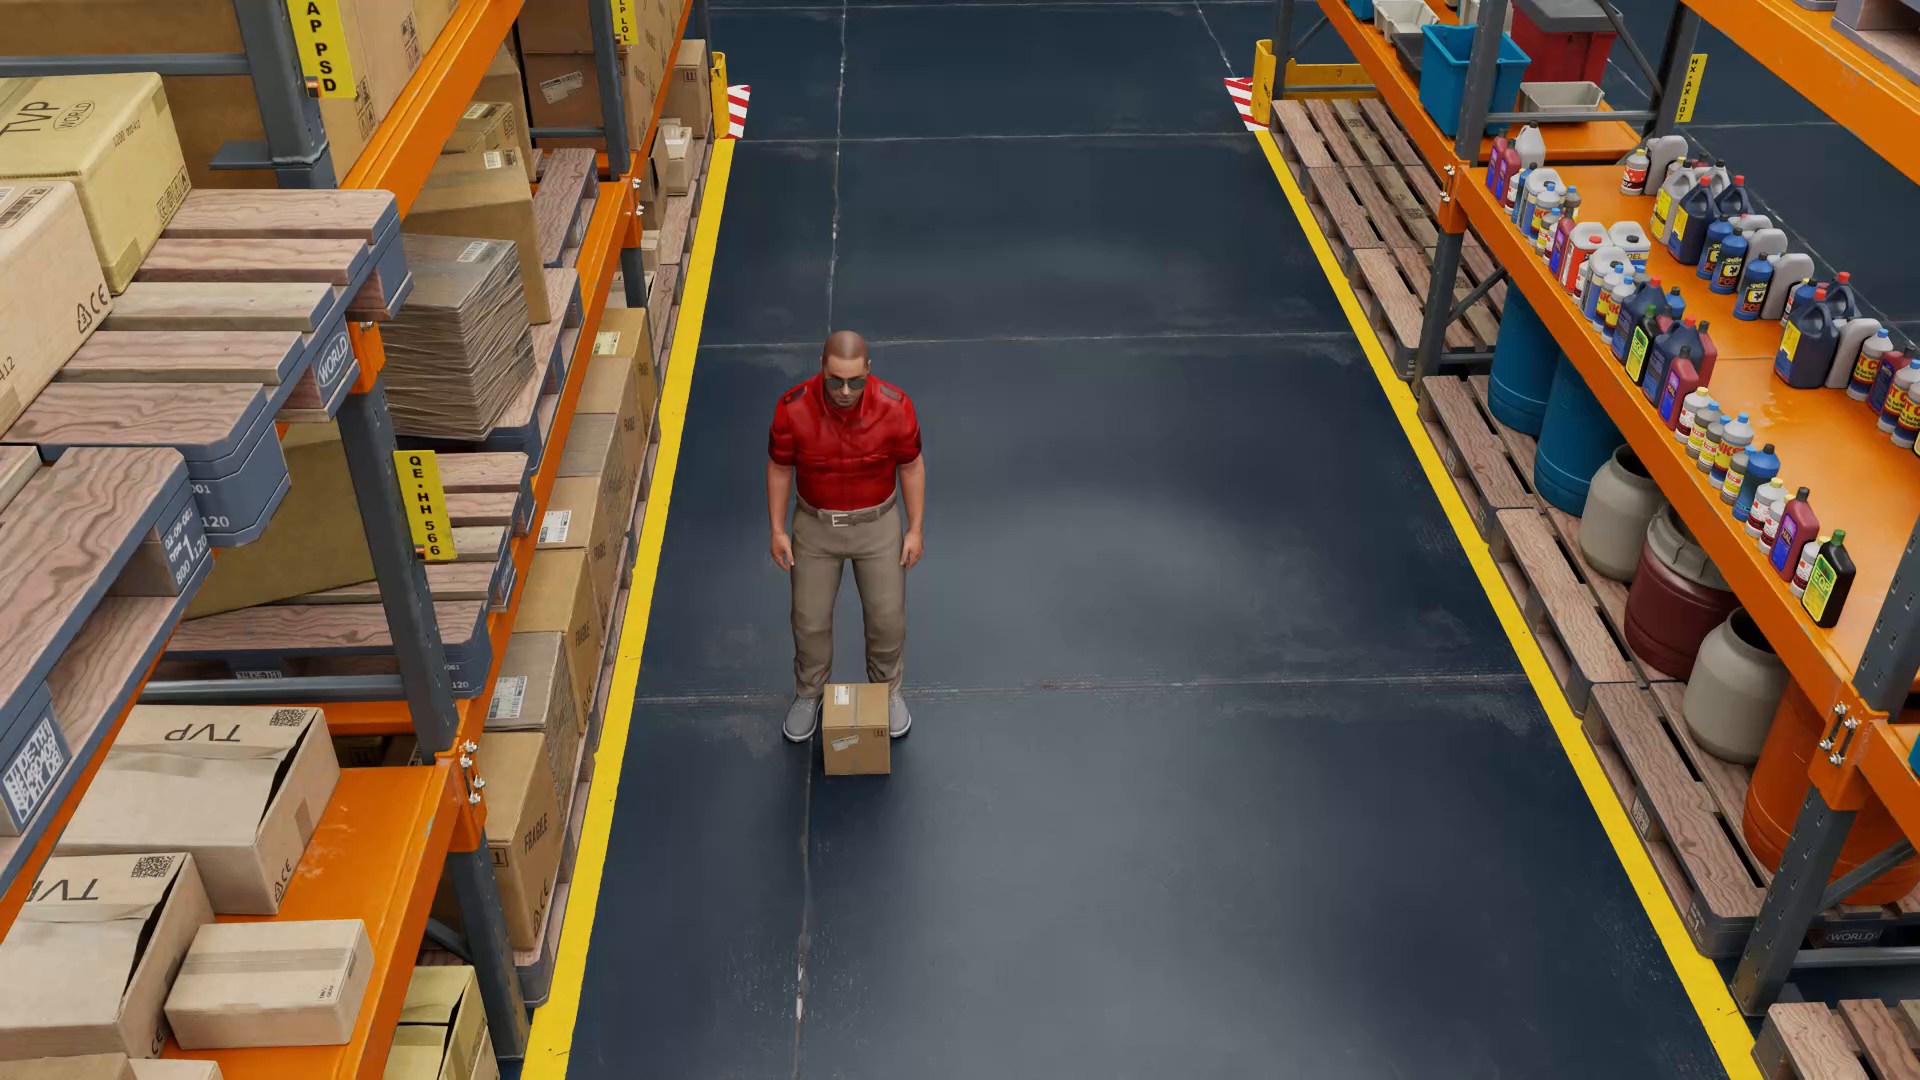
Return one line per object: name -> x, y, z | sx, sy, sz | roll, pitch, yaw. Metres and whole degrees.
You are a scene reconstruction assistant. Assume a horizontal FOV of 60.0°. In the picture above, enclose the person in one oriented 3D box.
person -> -0.419, -0.024, 6.192 | 0.583, 1.726, 0.394 | -2, 35, -2
